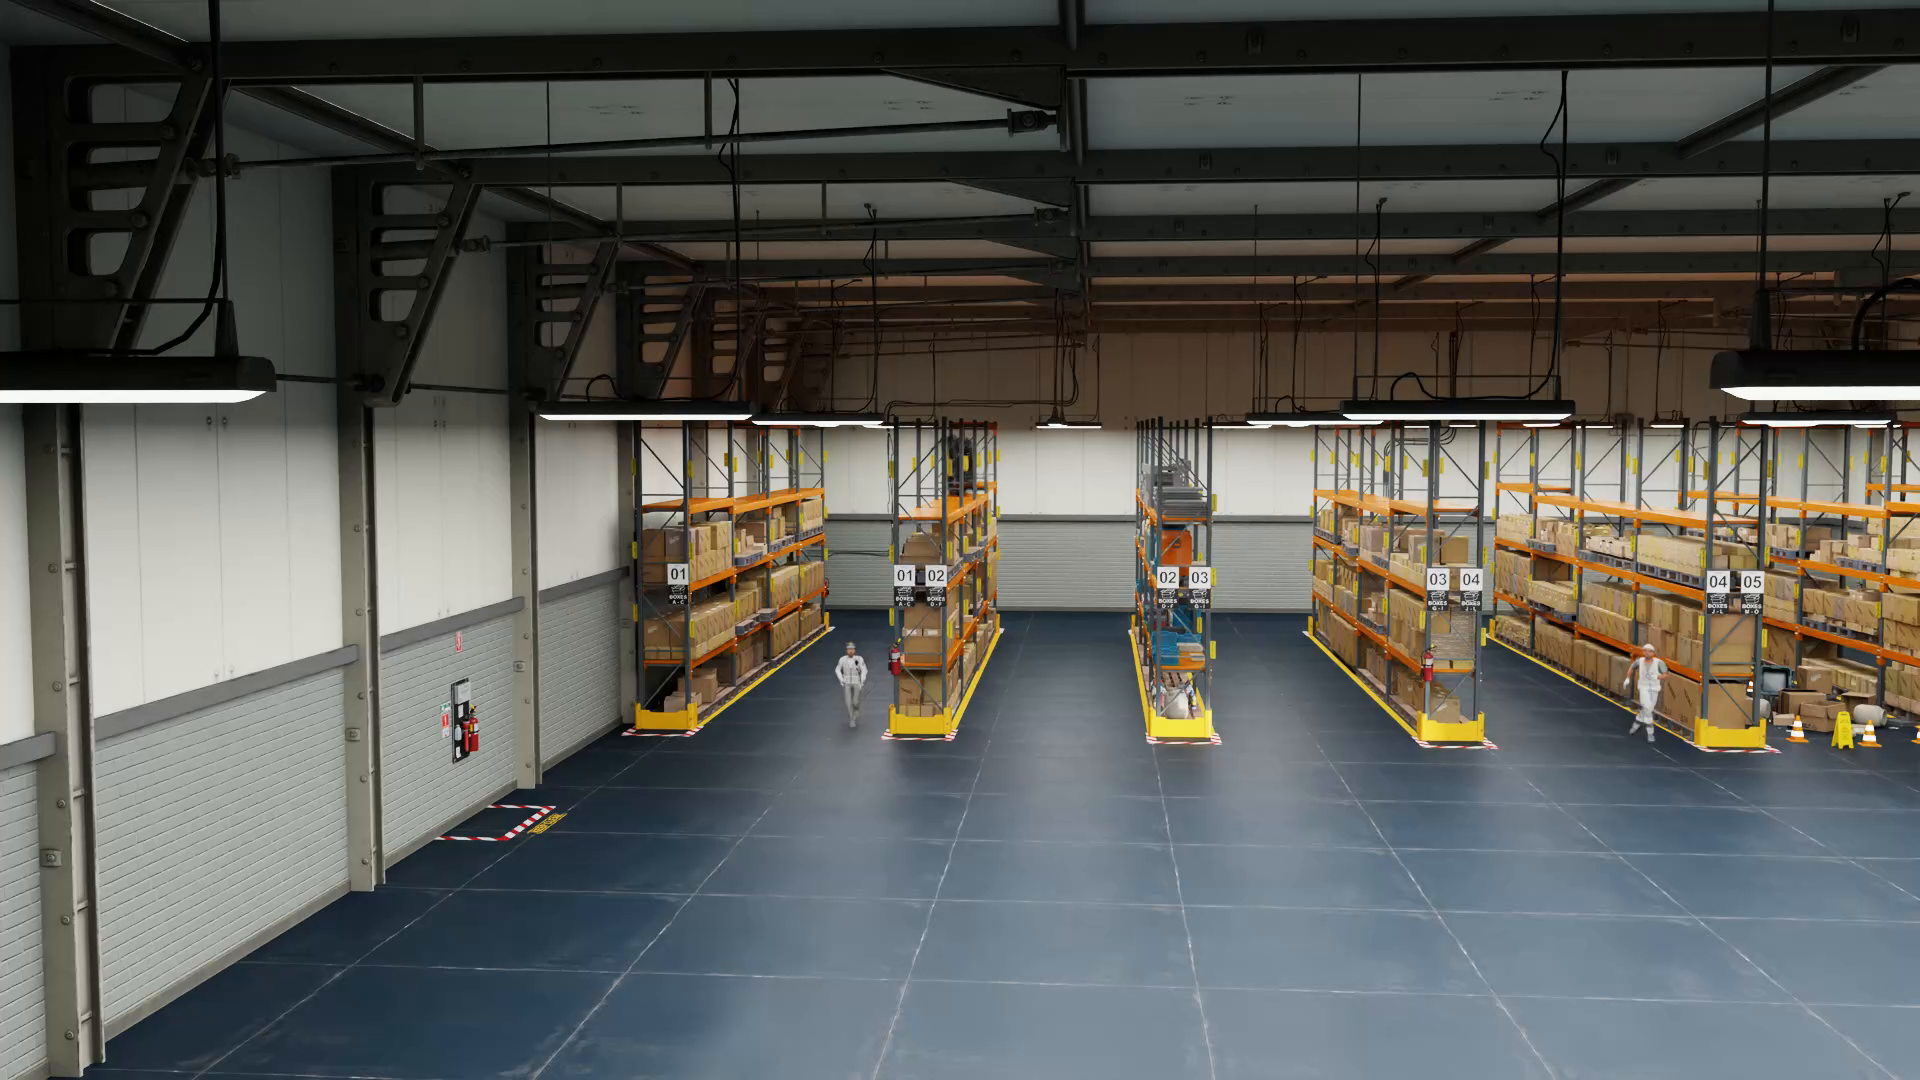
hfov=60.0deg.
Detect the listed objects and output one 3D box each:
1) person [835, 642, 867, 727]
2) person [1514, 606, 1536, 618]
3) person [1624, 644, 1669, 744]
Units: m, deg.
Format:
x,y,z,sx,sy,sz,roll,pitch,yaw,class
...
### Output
x,y,z,sx,sy,sz,roll,pitch,yaw,class
-2.118,2.794,32.370,0.627,1.660,0.563,0,4,1,person
15.955,1.754,47.112,0.977,1.761,0.741,2,4,33,person
12.740,2.822,30.857,0.715,1.803,0.795,1,4,11,person
